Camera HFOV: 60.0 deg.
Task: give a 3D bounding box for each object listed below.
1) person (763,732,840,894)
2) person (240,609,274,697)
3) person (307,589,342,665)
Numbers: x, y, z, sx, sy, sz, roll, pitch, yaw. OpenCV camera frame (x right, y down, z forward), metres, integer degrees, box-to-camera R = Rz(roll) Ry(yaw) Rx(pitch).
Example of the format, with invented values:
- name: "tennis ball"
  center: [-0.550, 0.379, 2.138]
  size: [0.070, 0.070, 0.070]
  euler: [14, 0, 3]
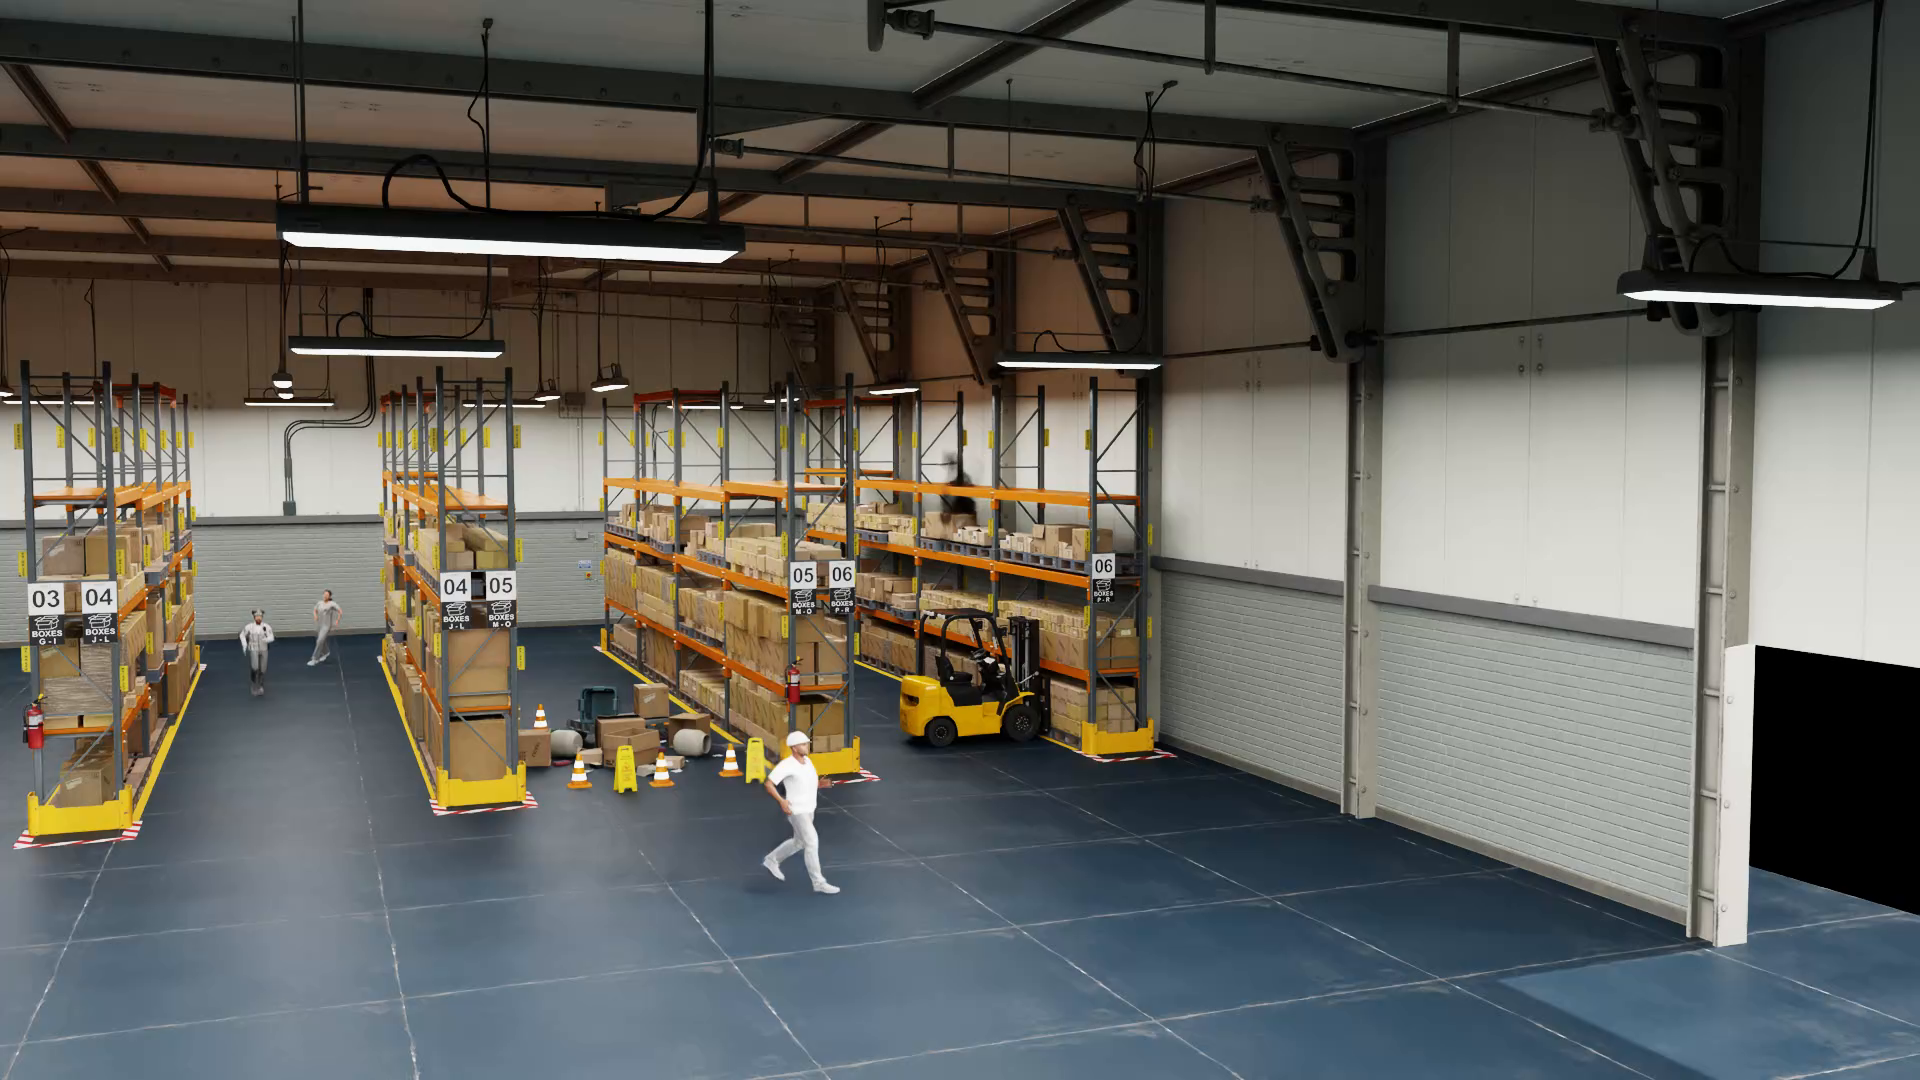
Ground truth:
- name: "person"
  center: [-1.769, 2.987, 18.387]
  size: [0.992, 1.745, 0.703]
  euler: [1, 4, 19]
- name: "person"
  center: [-13.738, 2.200, 32.553]
  size: [0.579, 1.706, 0.685]
  euler: [-2, 4, -32]
- name: "person"
  center: [-14.125, 1.920, 37.019]
  size: [0.636, 1.651, 0.914]
  euler: [1, 4, 12]
